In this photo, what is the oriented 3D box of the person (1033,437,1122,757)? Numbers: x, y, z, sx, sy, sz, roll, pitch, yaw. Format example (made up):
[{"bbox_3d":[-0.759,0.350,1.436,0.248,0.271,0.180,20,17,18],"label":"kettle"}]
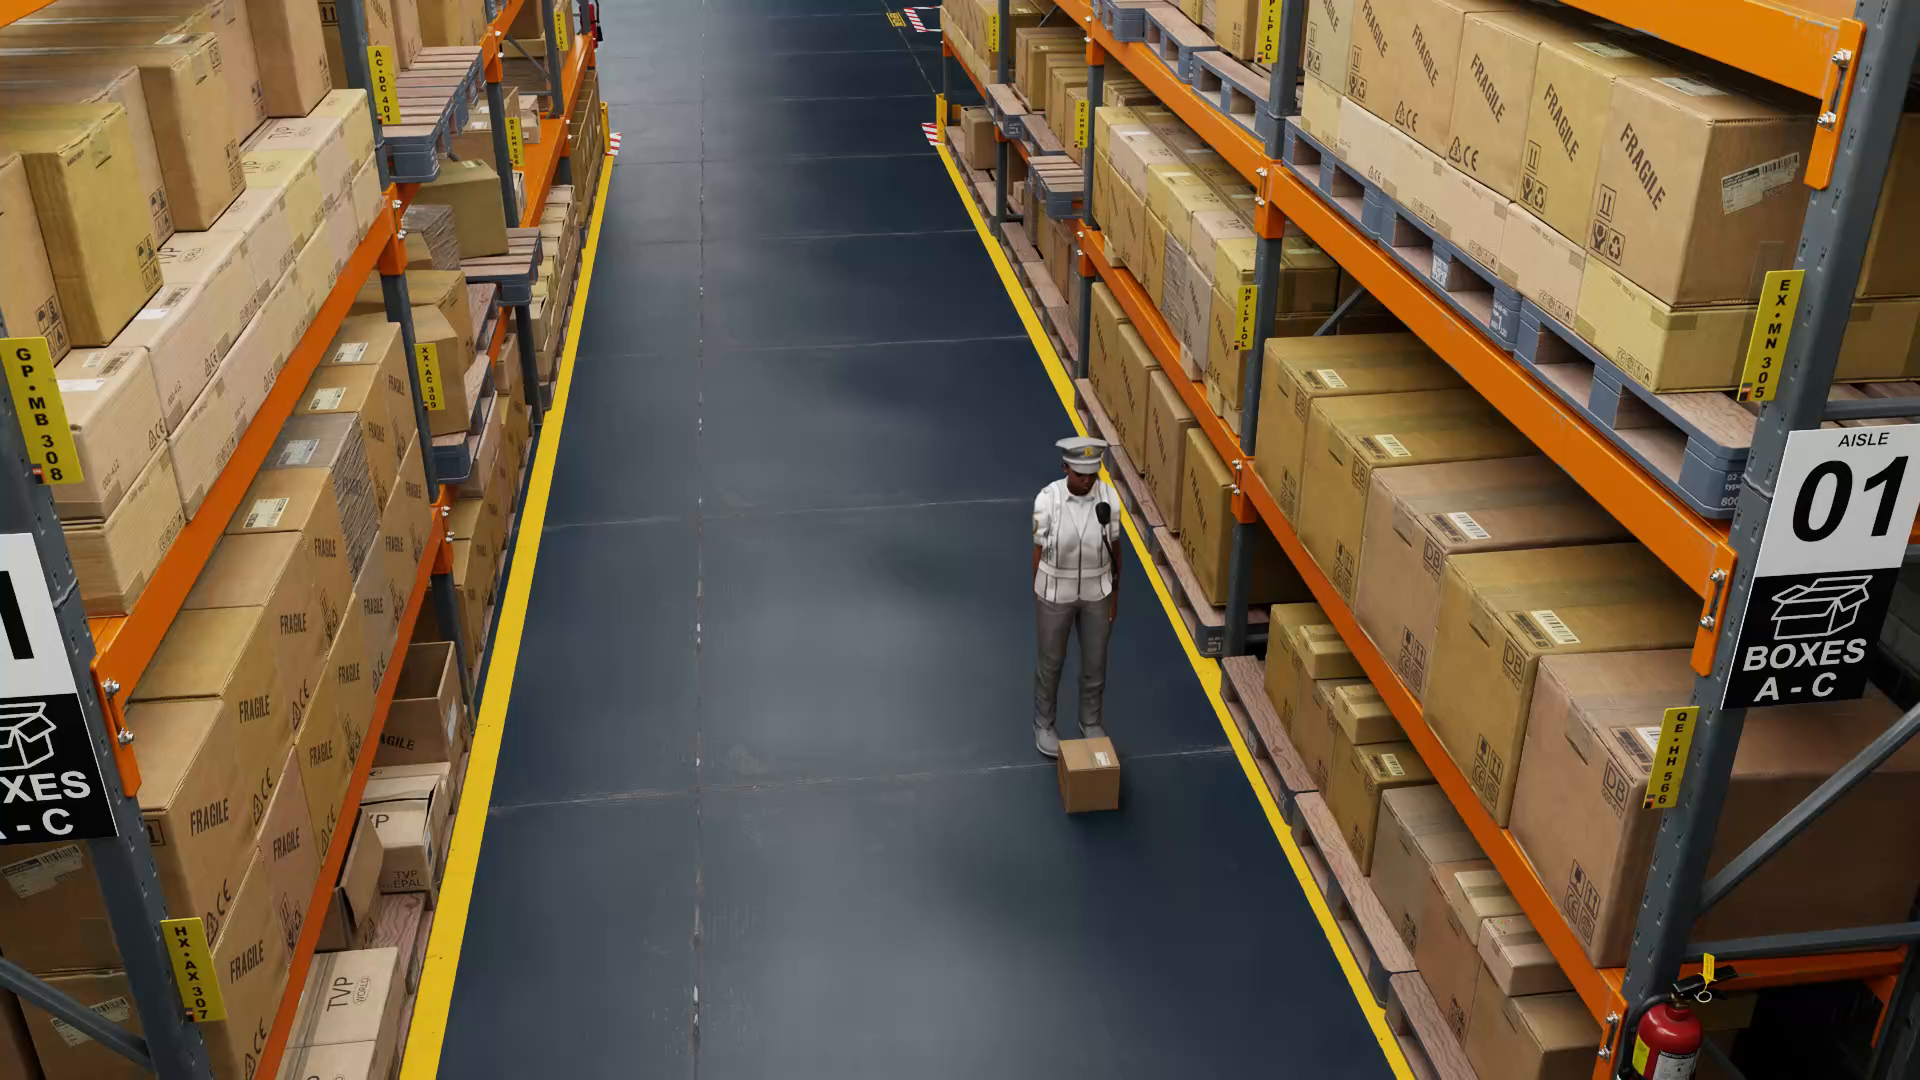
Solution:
[{"bbox_3d":[0.568,0.273,8.077,0.436,1.678,0.339,-3,27,-6],"label":"person"}]
